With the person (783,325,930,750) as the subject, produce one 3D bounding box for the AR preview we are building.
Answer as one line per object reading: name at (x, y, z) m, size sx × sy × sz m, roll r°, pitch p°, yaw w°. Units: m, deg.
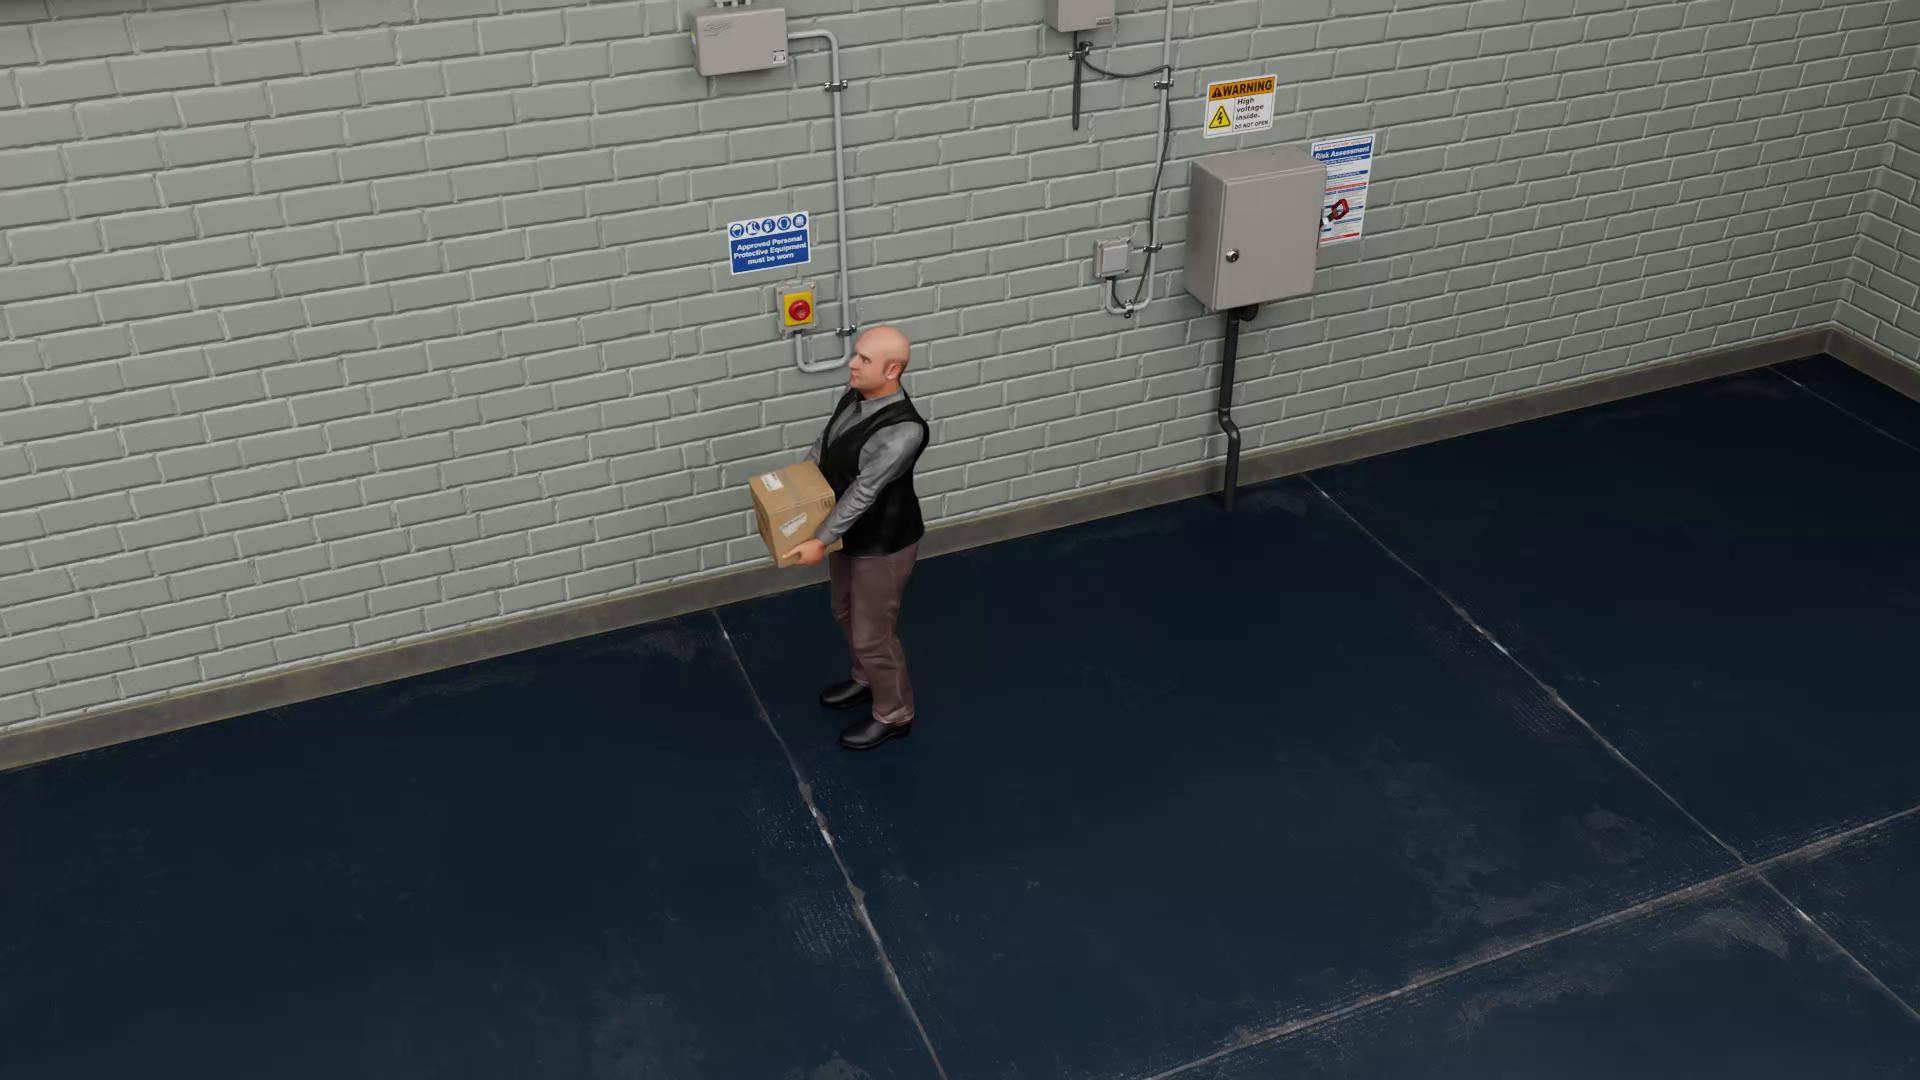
person at (-0.416, 0.014, 6.150) m, size 0.560 × 1.711 × 0.494 m, roll -13°, pitch 35°, yaw -18°
